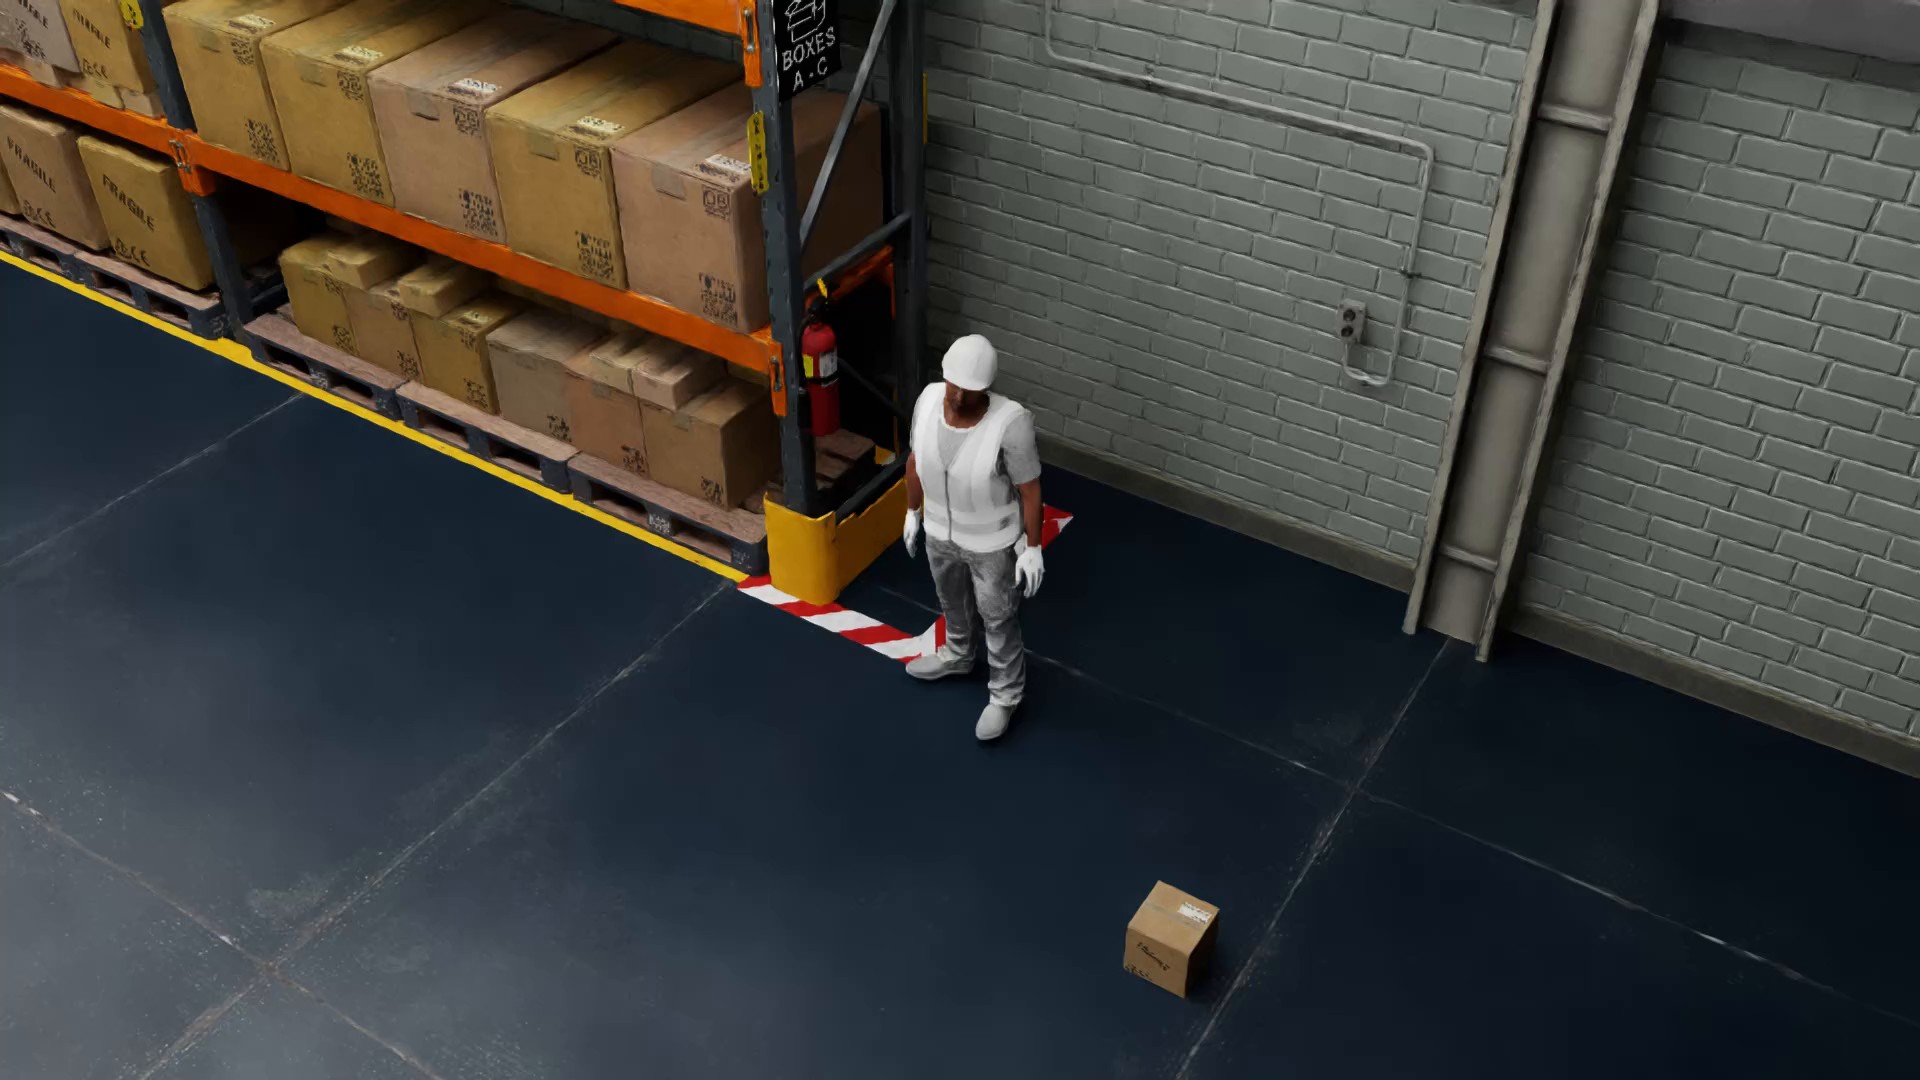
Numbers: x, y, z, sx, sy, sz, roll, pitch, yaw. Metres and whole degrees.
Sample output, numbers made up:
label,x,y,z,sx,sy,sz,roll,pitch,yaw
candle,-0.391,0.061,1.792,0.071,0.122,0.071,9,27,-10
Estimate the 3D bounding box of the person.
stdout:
label,x,y,z,sx,sy,sz,roll,pitch,yaw
person,0.050,-0.017,6.634,0.678,1.786,0.429,24,44,27
